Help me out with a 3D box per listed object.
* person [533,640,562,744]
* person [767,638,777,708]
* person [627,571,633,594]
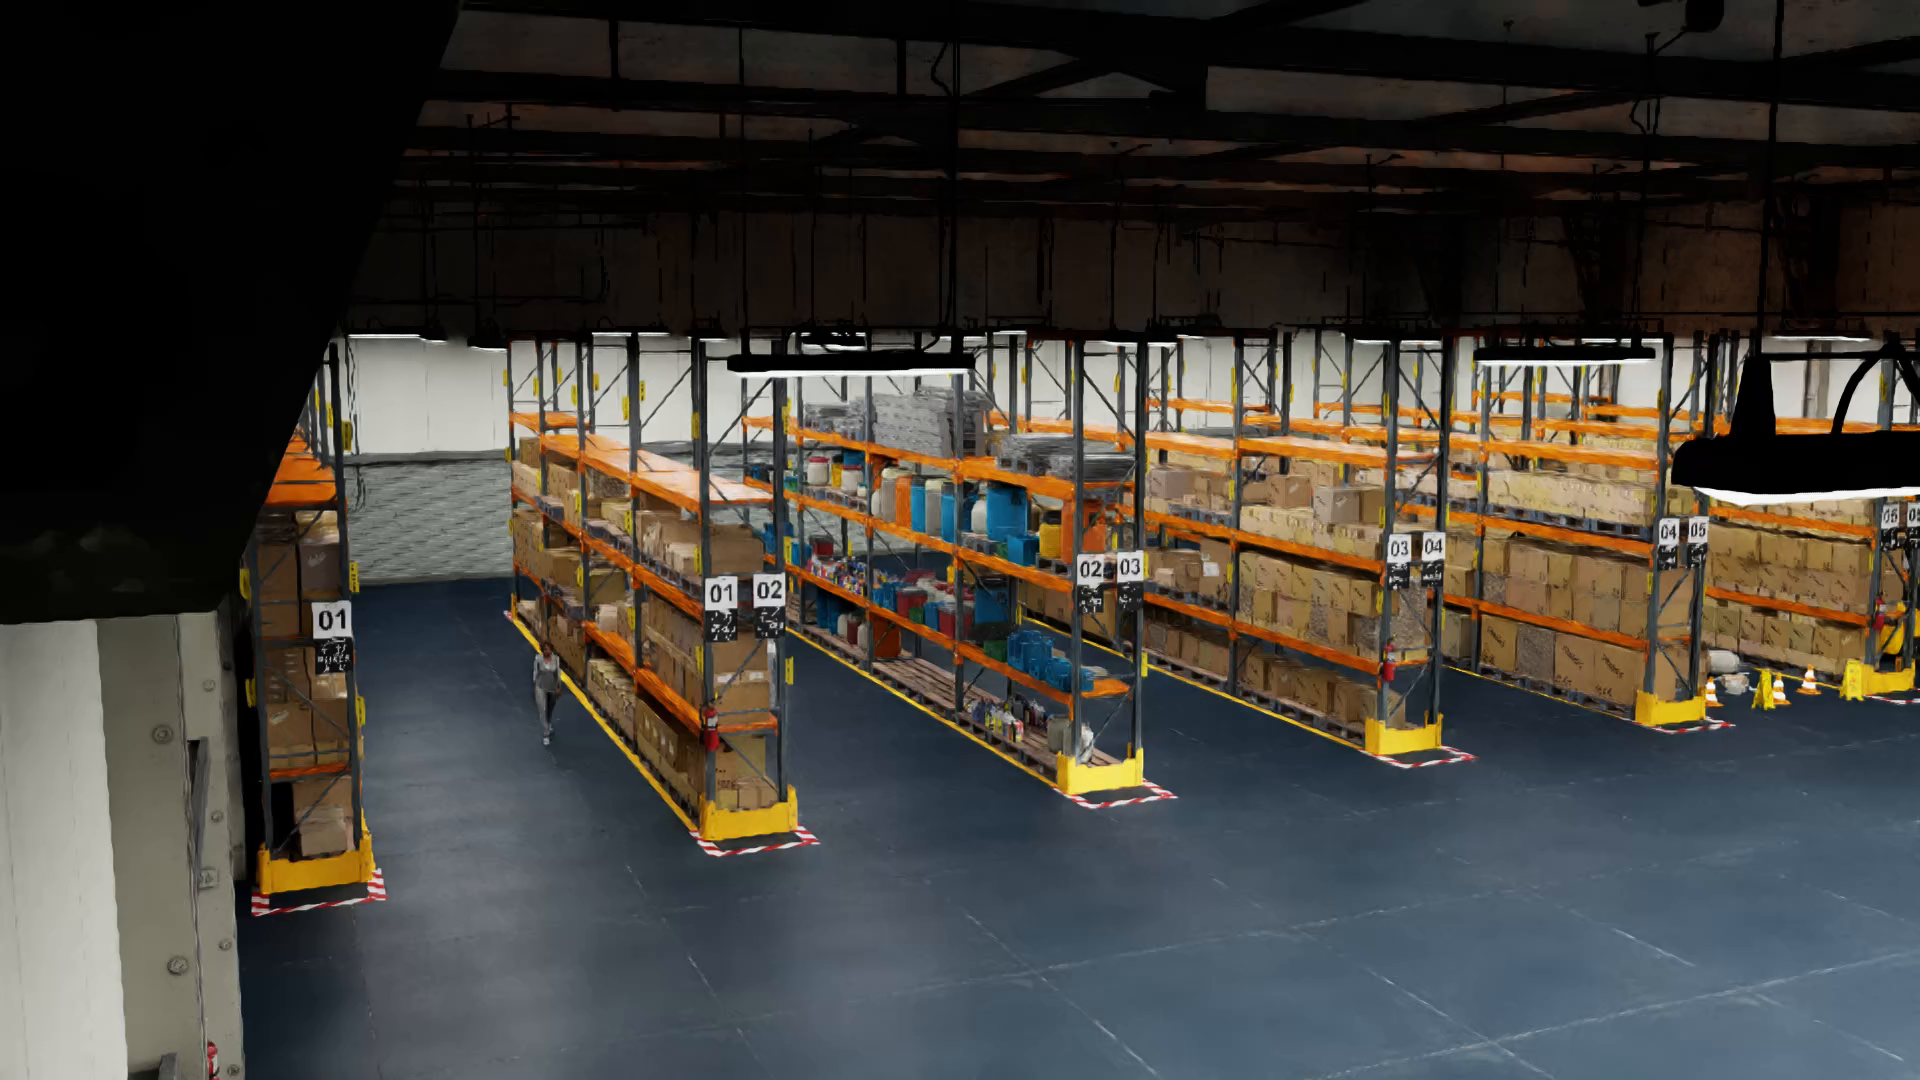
[{"bbox_3d":[-6.127,2.211,24.741,0.415,1.517,1.041,-4,9,-25],"label":"person"},{"bbox_3d":[-3.159,1.868,26.708,0.460,1.677,0.525,1,8,6],"label":"person"},{"bbox_3d":[-6.896,0.641,35.365,0.421,1.763,0.640,-1,8,-8],"label":"person"}]
